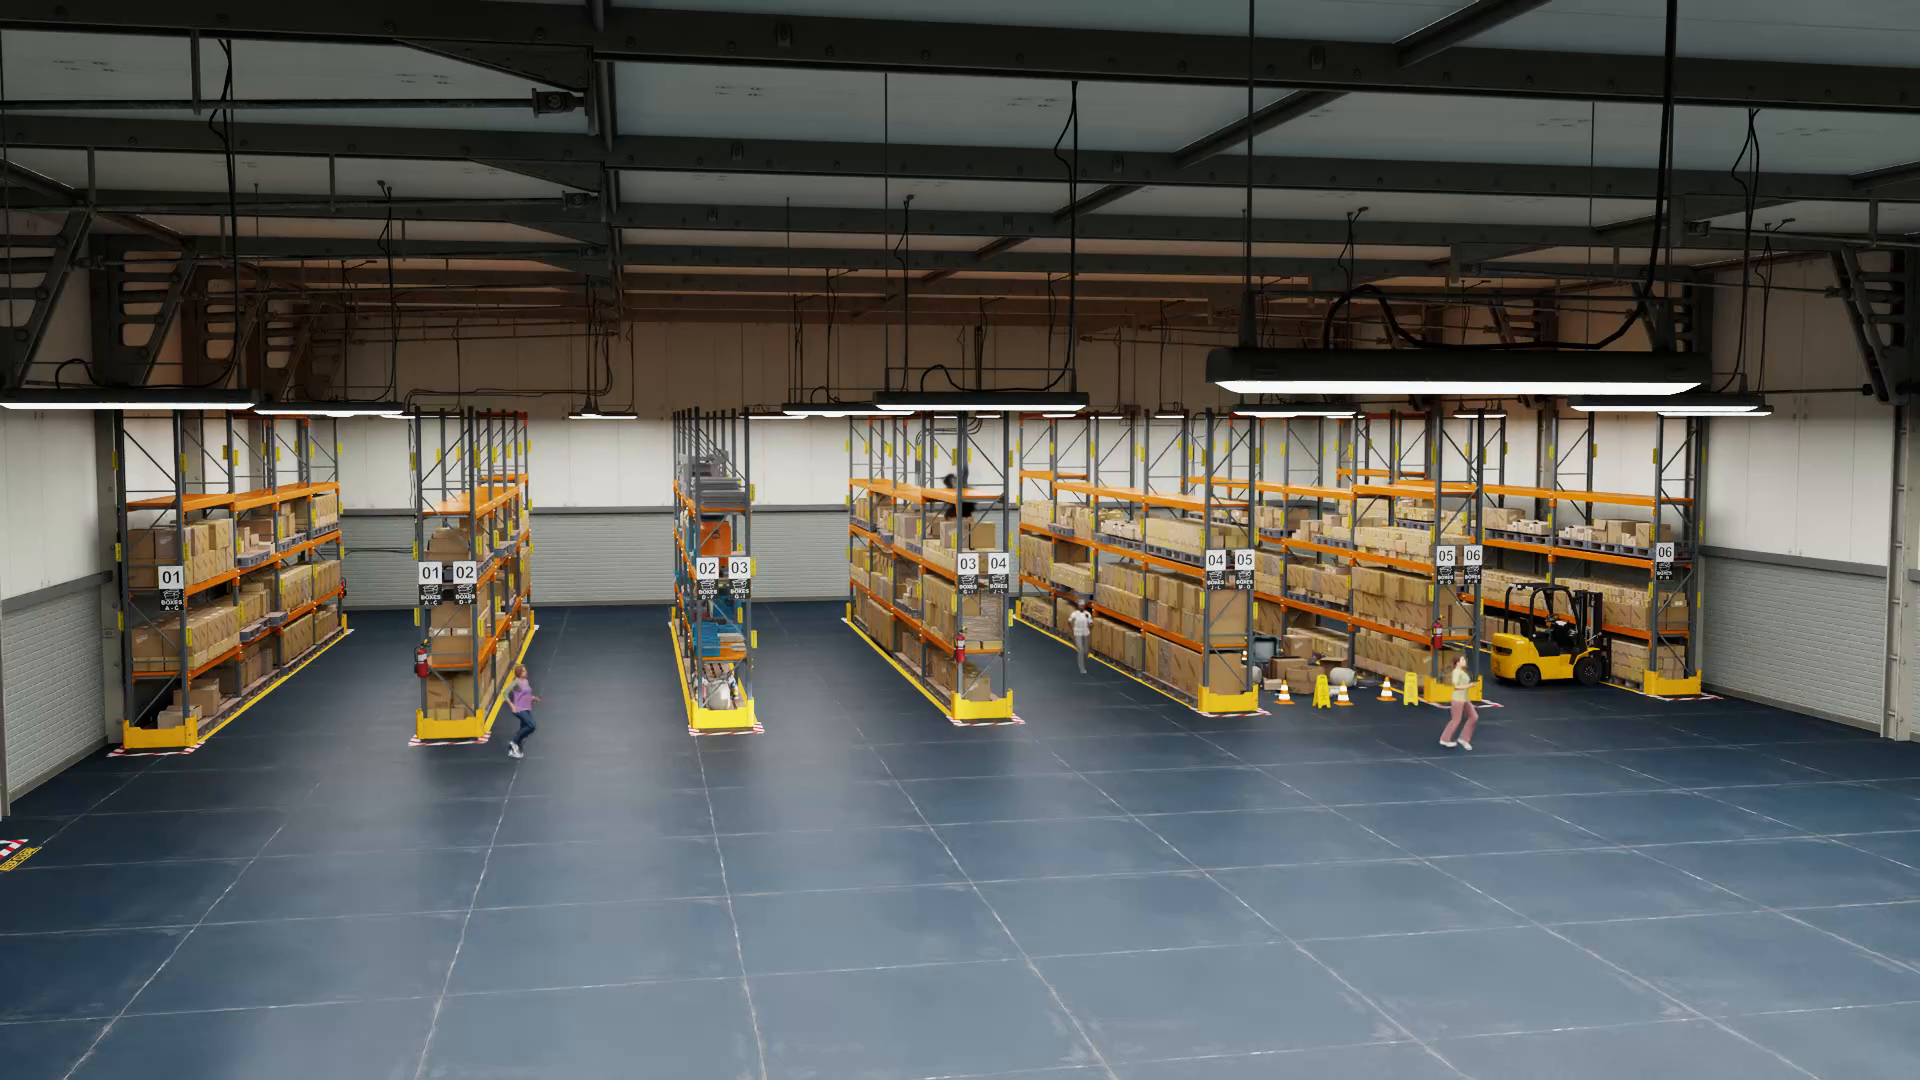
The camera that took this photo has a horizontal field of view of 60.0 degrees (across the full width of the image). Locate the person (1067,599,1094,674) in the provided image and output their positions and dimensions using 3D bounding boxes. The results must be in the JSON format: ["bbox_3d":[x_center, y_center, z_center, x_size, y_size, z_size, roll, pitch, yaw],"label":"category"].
[{"bbox_3d":[2.768,2.178,37.985,0.587,1.671,0.852,-1,4,-13],"label":"person"}]

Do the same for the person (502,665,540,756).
[{"bbox_3d":[-7.441,2.917,28.328,0.602,1.566,0.520,1,4,12],"label":"person"}]

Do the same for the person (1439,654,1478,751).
[{"bbox_3d":[8.715,2.829,28.977,0.657,1.705,0.558,3,5,34],"label":"person"}]
